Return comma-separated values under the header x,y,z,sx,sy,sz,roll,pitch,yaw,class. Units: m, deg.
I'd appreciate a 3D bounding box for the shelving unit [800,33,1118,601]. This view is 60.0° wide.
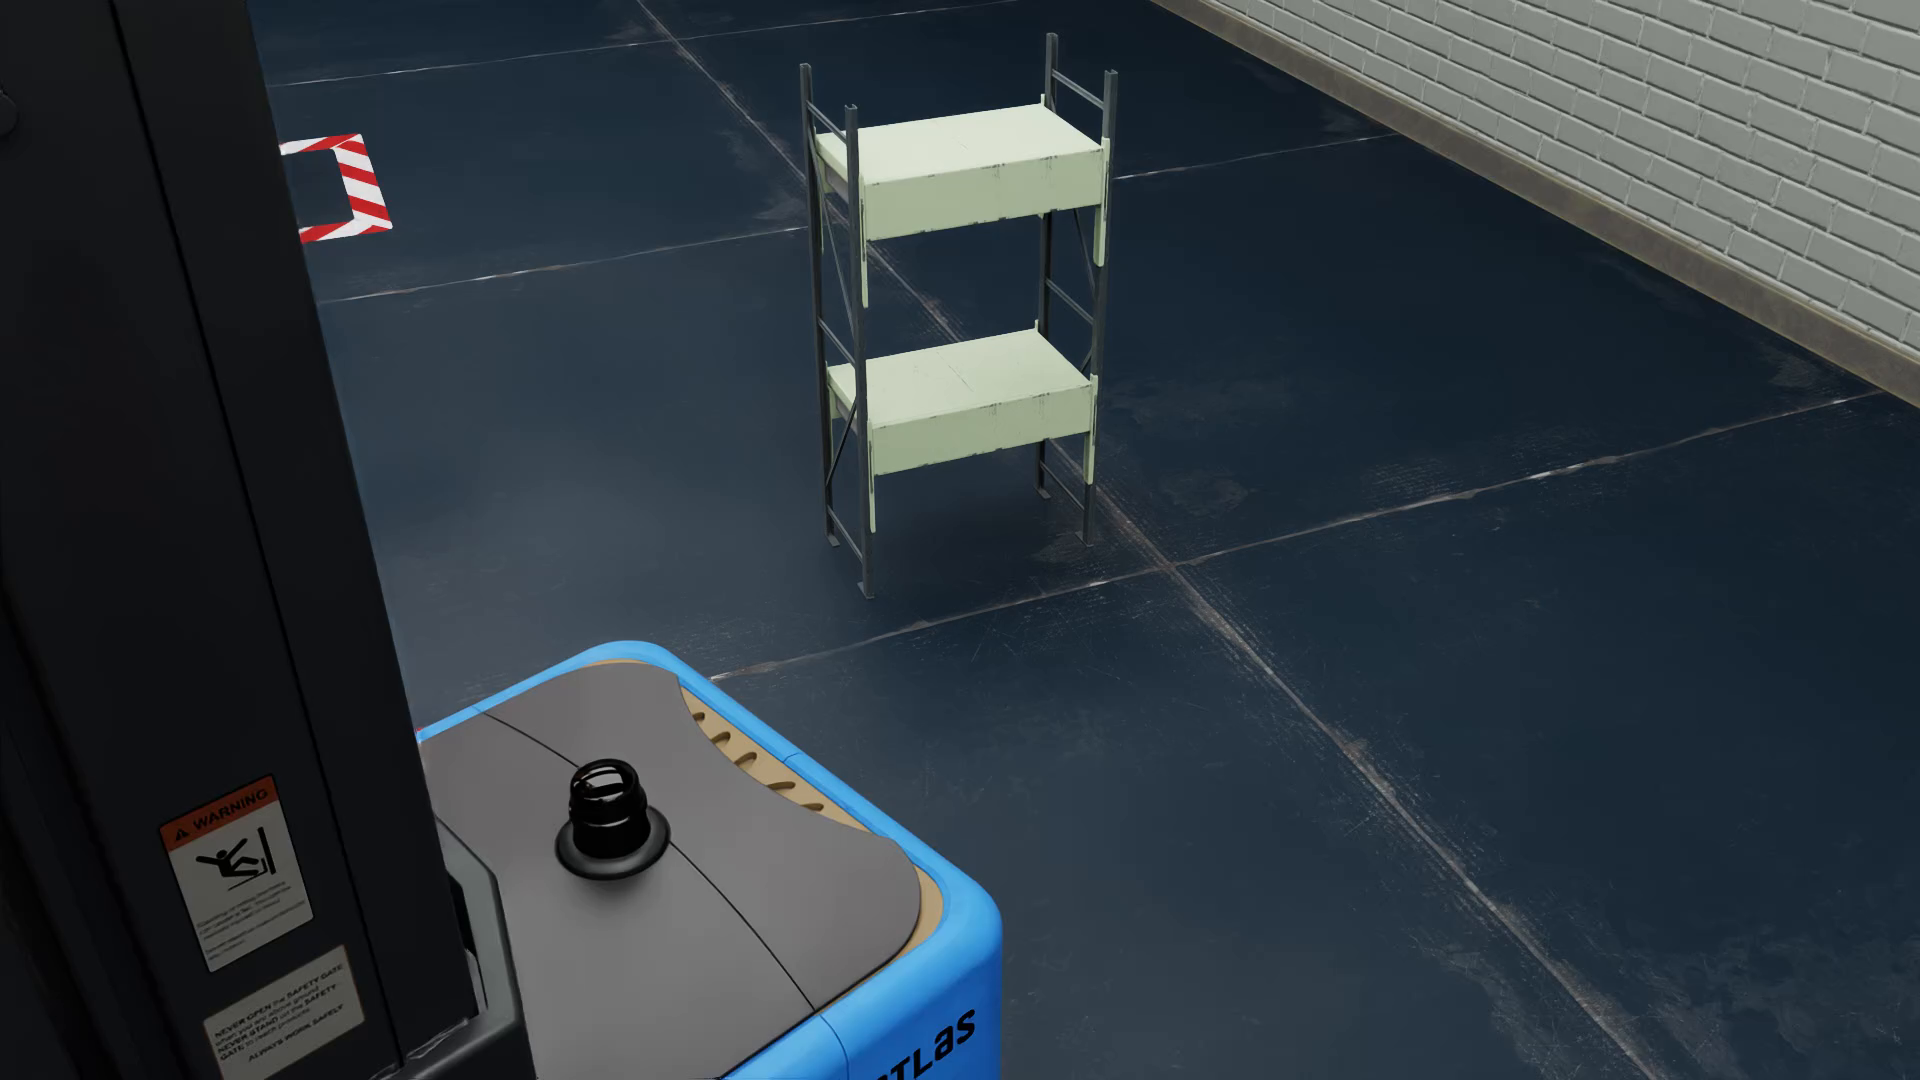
x,y,z,sx,sy,sz,roll,pitch,yaw,class
-0.006,-0.627,4.839,0.755,1.500,0.431,-13,35,-19,shelving unit

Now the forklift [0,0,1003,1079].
x,y,z,sx,sy,sz,roll,pitch,yaw,class
-1.336,0.572,1.683,3.031,2.935,1.130,-27,42,-35,forklift

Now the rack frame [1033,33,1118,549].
x,y,z,sx,sy,sz,roll,pitch,yaw,class
0.331,-0.704,4.958,0.023,1.500,0.400,-13,35,-19,rack frame

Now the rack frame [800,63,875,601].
x,y,z,sx,sy,sz,roll,pitch,yaw,class
-0.344,-0.550,4.720,0.023,1.500,0.400,-13,35,-19,rack frame

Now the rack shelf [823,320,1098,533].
x,y,z,sx,sy,sz,roll,pitch,yaw,class
-0.006,-0.354,5.017,0.720,0.370,0.431,-13,35,-19,rack shelf

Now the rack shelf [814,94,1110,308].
x,y,z,sx,sy,sz,roll,pitch,yaw,class
-0.006,-0.954,4.626,0.720,0.370,0.431,-13,35,-19,rack shelf
